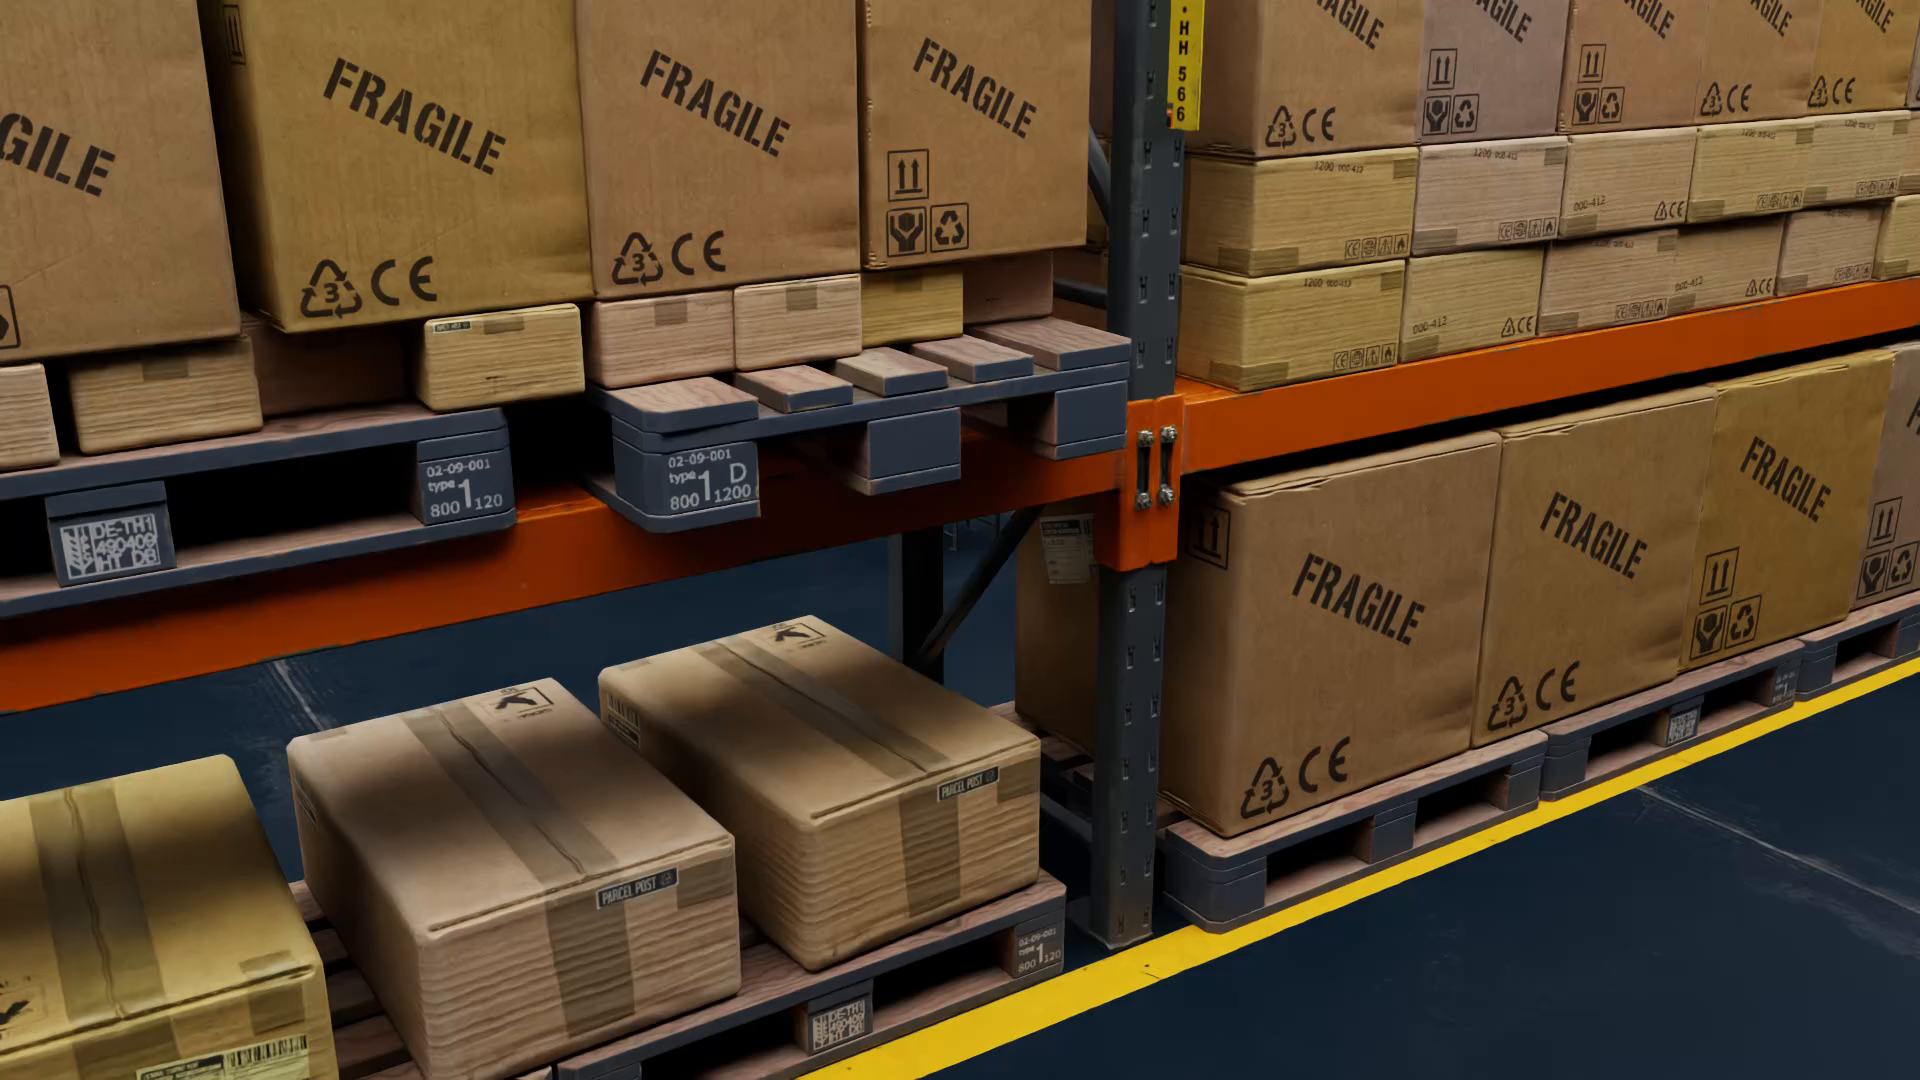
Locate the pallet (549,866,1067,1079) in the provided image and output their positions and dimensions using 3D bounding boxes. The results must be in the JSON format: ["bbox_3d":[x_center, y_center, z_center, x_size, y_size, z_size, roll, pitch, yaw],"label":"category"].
[{"bbox_3d":[-0.523,0.861,3.869,1.213,0.211,1.003,-12,22,-31],"label":"pallet"}]

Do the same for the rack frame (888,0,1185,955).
[{"bbox_3d":[0.130,-0.598,3.829,0.127,3.000,1.000,-12,22,-31],"label":"rack frame"}]

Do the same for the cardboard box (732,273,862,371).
[{"bbox_3d":[-0.384,-0.434,3.081,0.250,0.149,0.380,-12,22,-32],"label":"cardboard box"}]

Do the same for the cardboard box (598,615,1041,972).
[{"bbox_3d":[-0.347,0.545,3.896,0.625,0.372,0.950,-14,23,-35],"label":"cardboard box"}]

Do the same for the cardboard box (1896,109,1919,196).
[{"bbox_3d":[2.823,-1.235,5.168,0.500,0.250,0.500,-11,22,-30],"label":"cardboard box"}]

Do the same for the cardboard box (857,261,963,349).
[{"bbox_3d":[-0.198,-0.490,3.248,0.250,0.149,0.380,-12,22,-31],"label":"cardboard box"}]

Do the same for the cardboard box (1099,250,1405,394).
[{"bbox_3d":[0.678,-0.545,3.909,0.500,0.250,0.500,-12,22,-32],"label":"cardboard box"}]

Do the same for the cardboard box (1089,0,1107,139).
[{"bbox_3d":[0.418,-1.280,4.129,0.500,0.500,0.500,-13,22,-33],"label":"cardboard box"}]

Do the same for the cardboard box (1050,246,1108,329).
[{"bbox_3d":[0.410,-0.685,4.322,0.500,0.250,0.500,-13,23,-33],"label":"cardboard box"}]

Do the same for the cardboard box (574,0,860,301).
[{"bbox_3d":[-0.522,-0.736,2.963,0.500,0.500,0.500,-12,22,-32],"label":"cardboard box"}]

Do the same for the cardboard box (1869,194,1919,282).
[{"bbox_3d":[2.809,-0.995,5.239,0.500,0.250,0.500,-12,22,-32],"label":"cardboard box"}]

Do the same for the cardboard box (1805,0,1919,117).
[{"bbox_3d":[2.374,-1.500,4.781,0.500,0.500,0.500,-11,22,-30],"label":"cardboard box"}]

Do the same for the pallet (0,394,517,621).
[{"bbox_3d":[-1.500,-0.147,2.796,1.213,0.211,1.003,-12,22,-31],"label":"pallet"}]

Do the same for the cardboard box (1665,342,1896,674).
[{"bbox_3d":[2.247,-0.203,5.323,0.875,0.875,0.875,-11,22,-30],"label":"cardboard box"}]

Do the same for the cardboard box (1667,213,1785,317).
[{"bbox_3d":[1.948,-0.819,4.719,0.500,0.250,0.500,-12,22,-31],"label":"cardboard box"}]

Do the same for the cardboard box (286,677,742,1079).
[{"bbox_3d":[-0.959,0.677,3.505,0.625,0.372,0.950,-12,22,-32],"label":"cardboard box"}]

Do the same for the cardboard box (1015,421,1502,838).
[{"bbox_3d":[0.753,0.111,4.396,0.875,0.875,0.875,-12,22,-32],"label":"cardboard box"}]

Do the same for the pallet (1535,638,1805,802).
[{"bbox_3d":[1.848,0.391,5.258,1.213,0.211,1.003,-12,22,-31],"label":"pallet"}]

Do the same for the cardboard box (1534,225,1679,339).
[{"bbox_3d":[1.538,-0.731,4.459,0.500,0.250,0.500,-11,22,-30],"label":"cardboard box"}]

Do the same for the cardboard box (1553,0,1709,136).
[{"bbox_3d":[1.526,-1.317,4.239,0.500,0.500,0.500,-11,22,-30],"label":"cardboard box"}]

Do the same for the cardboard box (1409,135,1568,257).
[{"bbox_3d":[1.122,-0.877,4.110,0.500,0.250,0.500,-11,22,-30],"label":"cardboard box"}]

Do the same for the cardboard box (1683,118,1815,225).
[{"bbox_3d":[1.976,-1.048,4.613,0.500,0.250,0.500,-11,22,-30],"label":"cardboard box"}]

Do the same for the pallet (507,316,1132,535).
[{"bbox_3d":[-0.406,-0.353,3.404,1.003,0.211,1.213,-12,22,-31],"label":"pallet"}]

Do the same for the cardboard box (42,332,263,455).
[{"bbox_3d":[-1.264,-0.263,2.575,0.250,0.149,0.380,-13,22,-33],"label":"cardboard box"}]

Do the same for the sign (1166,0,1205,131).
[{"bbox_3d":[0.437,-0.965,3.231,0.005,0.325,0.100,-12,22,-31],"label":"sign"}]

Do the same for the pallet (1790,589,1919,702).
[{"bbox_3d":[2.868,0.175,5.898,1.213,0.211,1.003,-12,22,-31],"label":"pallet"}]

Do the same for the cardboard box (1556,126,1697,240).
[{"bbox_3d":[1.545,-0.962,4.359,0.500,0.250,0.500,-12,22,-32],"label":"cardboard box"}]

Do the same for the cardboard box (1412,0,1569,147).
[{"bbox_3d":[1.086,-1.230,3.982,0.500,0.500,0.500,-12,22,-31],"label":"cardboard box"}]

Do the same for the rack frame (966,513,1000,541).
[{"bbox_3d":[0.092,-0.446,6.658,0.006,0.900,0.240,-12,22,-31],"label":"rack frame"}]

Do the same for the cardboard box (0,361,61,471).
[{"bbox_3d":[-1.471,-0.208,2.413,0.250,0.149,0.380,-11,22,-29],"label":"cardboard box"}]

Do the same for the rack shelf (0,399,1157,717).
[{"bbox_3d":[-1.540,0.096,2.902,4.000,0.370,1.077,-12,22,-31],"label":"rack shelf"}]

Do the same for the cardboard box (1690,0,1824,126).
[{"bbox_3d":[1.950,-1.405,4.500,0.500,0.500,0.500,-12,22,-31],"label":"cardboard box"}]

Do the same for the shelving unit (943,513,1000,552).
[{"bbox_3d":[0.007,-0.428,6.605,0.210,0.900,0.258,-12,22,-31],"label":"shelving unit"}]

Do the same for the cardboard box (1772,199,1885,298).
[{"bbox_3d":[2.377,-0.911,4.991,0.500,0.250,0.500,-13,22,-33],"label":"cardboard box"}]

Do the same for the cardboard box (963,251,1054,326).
[{"bbox_3d":[-0.014,-0.557,3.445,0.250,0.149,0.380,-11,22,-29],"label":"cardboard box"}]

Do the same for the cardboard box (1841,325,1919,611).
[{"bbox_3d":[2.997,-0.364,5.799,0.875,0.875,0.875,-11,22,-30],"label":"cardboard box"}]

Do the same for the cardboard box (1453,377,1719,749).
[{"bbox_3d":[1.500,-0.045,4.857,0.875,0.875,0.875,-12,22,-31],"label":"cardboard box"}]

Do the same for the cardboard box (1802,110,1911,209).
[{"bbox_3d":[2.394,-1.142,4.894,0.500,0.250,0.500,-11,22,-30],"label":"cardboard box"}]

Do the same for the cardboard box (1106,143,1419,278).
[{"bbox_3d":[0.689,-0.786,3.841,0.500,0.250,0.500,-12,22,-32],"label":"cardboard box"}]

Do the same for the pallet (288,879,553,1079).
[{"bbox_3d":[-1.541,1.074,3.237,1.213,0.211,1.003,-12,22,-31],"label":"pallet"}]

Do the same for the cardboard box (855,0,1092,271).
[{"bbox_3d":[-0.096,-0.830,3.241,0.500,0.500,0.500,-13,22,-33],"label":"cardboard box"}]

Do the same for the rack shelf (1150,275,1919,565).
[{"bbox_3d":[1.801,-0.609,4.986,4.000,0.370,1.077,-12,22,-31],"label":"rack shelf"}]

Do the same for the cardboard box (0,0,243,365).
[{"bbox_3d":[-1.399,-0.551,2.415,0.500,0.500,0.500,-13,23,-34],"label":"cardboard box"}]

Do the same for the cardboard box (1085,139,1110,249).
[{"bbox_3d":[0.395,-0.917,4.226,0.500,0.250,0.500,-12,22,-32],"label":"cardboard box"}]

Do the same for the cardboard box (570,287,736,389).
[{"bbox_3d":[-0.598,-0.392,2.956,0.250,0.149,0.380,-13,23,-34],"label":"cardboard box"}]

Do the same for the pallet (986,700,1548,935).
[{"bbox_3d":[0.830,0.605,4.626,1.213,0.211,1.003,-12,22,-31],"label":"pallet"}]

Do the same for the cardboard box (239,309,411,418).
[{"bbox_3d":[-1.100,-0.329,2.770,0.250,0.149,0.380,-12,22,-31],"label":"cardboard box"}]

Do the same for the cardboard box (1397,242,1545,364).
[{"bbox_3d":[1.097,-0.641,4.190,0.500,0.250,0.500,-13,22,-33],"label":"cardboard box"}]

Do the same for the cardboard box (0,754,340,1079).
[{"bbox_3d":[-1.595,0.809,3.114,0.625,0.372,0.950,-11,22,-30],"label":"cardboard box"}]

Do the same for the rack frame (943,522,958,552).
[{"bbox_3d":[-0.078,-0.410,6.552,0.006,0.900,0.240,-12,22,-31],"label":"rack frame"}]

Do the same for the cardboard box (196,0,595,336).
[{"bbox_3d":[-0.943,-0.647,2.699,0.500,0.500,0.500,-14,23,-35],"label":"cardboard box"}]

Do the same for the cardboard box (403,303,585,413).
[{"bbox_3d":[-0.821,-0.339,2.802,0.250,0.149,0.380,-11,22,-30],"label":"cardboard box"}]

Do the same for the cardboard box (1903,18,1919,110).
[{"bbox_3d":[2.808,-1.584,5.030,0.500,0.500,0.500,-11,22,-30],"label":"cardboard box"}]

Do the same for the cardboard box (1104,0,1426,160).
[{"bbox_3d":[0.677,-1.140,3.716,0.500,0.500,0.500,-13,22,-33],"label":"cardboard box"}]
